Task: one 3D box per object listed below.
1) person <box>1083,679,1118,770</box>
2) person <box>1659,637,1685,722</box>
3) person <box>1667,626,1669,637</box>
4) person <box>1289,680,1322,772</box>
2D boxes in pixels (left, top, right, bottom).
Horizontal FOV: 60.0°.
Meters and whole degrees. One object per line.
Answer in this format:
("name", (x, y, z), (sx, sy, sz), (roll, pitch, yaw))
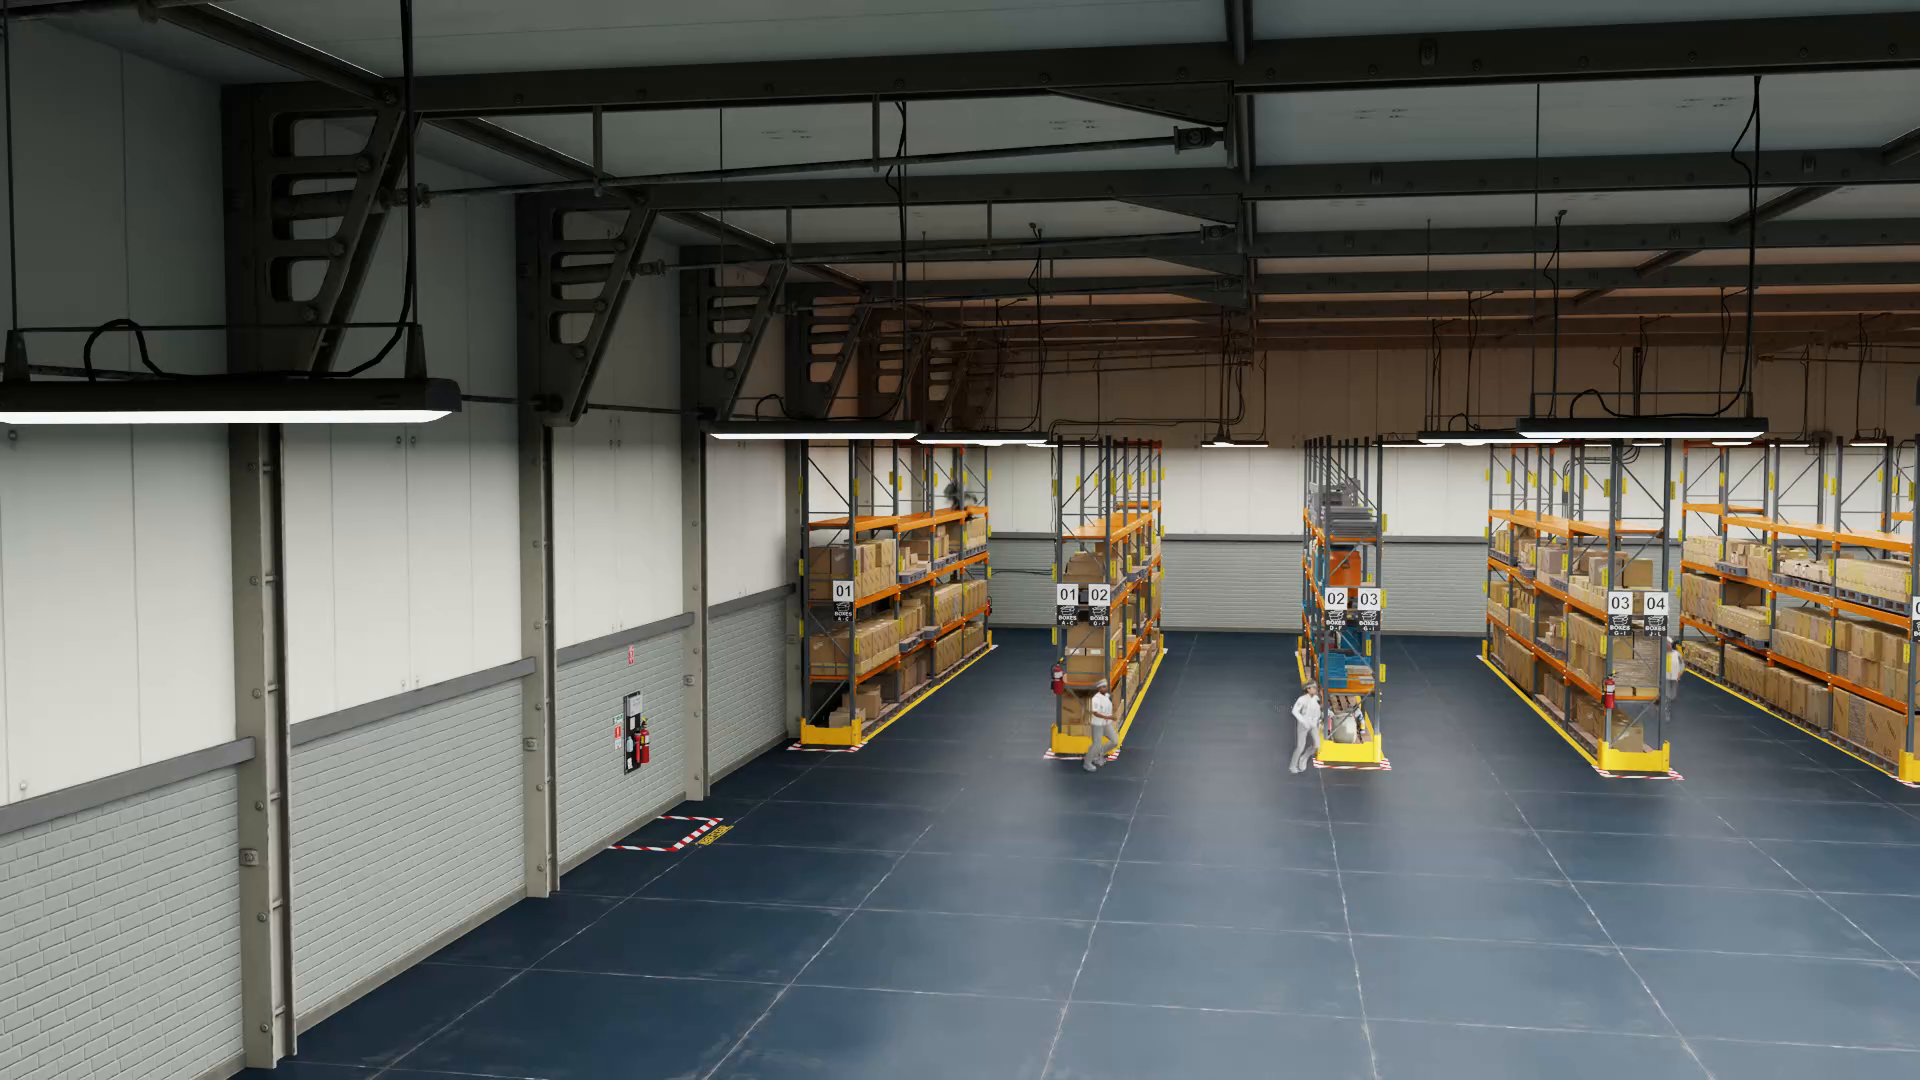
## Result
("person", (2.560, 3.280, 29.650), (0.596, 1.653, 0.755), (-3, 4, -43))
("person", (15.065, 2.944, 35.391), (0.656, 1.775, 0.711), (1, 3, 11))
("person", (17.435, 2.609, 41.609), (0.647, 1.726, 0.661), (1, 3, 13))
("person", (6.211, 3.303, 29.525), (0.676, 1.635, 0.552), (-1, 3, -22))
